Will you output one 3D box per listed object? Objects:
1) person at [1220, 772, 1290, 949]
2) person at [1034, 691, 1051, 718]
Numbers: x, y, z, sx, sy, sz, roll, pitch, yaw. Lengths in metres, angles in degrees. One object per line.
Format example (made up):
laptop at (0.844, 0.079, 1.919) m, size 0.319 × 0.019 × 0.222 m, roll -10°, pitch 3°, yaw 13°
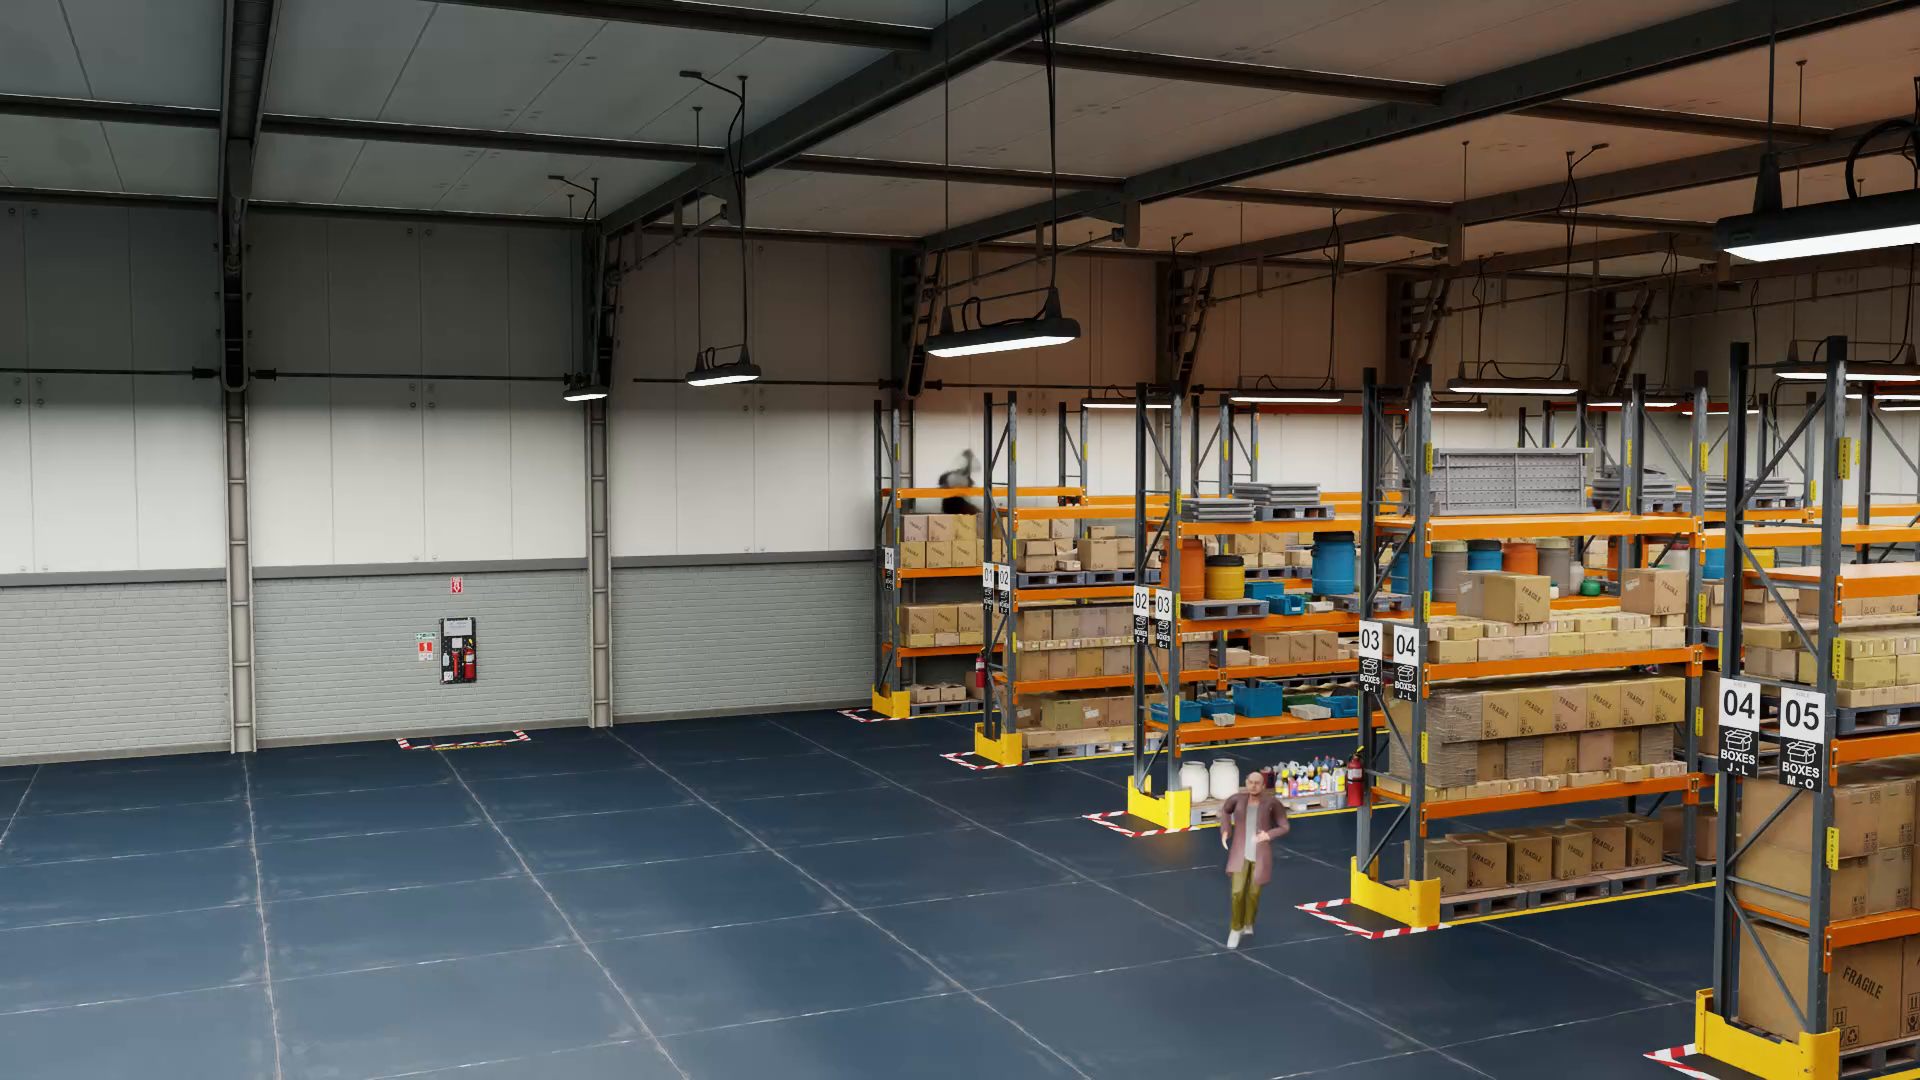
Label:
person at (3.034, 3.288, 17.151) m, size 0.726 × 1.826 × 0.720 m, roll 1°, pitch 3°, yaw 15°
person at (1.444, 2.565, 29.586) m, size 0.586 × 1.679 × 0.638 m, roll -2°, pitch 4°, yaw -27°
